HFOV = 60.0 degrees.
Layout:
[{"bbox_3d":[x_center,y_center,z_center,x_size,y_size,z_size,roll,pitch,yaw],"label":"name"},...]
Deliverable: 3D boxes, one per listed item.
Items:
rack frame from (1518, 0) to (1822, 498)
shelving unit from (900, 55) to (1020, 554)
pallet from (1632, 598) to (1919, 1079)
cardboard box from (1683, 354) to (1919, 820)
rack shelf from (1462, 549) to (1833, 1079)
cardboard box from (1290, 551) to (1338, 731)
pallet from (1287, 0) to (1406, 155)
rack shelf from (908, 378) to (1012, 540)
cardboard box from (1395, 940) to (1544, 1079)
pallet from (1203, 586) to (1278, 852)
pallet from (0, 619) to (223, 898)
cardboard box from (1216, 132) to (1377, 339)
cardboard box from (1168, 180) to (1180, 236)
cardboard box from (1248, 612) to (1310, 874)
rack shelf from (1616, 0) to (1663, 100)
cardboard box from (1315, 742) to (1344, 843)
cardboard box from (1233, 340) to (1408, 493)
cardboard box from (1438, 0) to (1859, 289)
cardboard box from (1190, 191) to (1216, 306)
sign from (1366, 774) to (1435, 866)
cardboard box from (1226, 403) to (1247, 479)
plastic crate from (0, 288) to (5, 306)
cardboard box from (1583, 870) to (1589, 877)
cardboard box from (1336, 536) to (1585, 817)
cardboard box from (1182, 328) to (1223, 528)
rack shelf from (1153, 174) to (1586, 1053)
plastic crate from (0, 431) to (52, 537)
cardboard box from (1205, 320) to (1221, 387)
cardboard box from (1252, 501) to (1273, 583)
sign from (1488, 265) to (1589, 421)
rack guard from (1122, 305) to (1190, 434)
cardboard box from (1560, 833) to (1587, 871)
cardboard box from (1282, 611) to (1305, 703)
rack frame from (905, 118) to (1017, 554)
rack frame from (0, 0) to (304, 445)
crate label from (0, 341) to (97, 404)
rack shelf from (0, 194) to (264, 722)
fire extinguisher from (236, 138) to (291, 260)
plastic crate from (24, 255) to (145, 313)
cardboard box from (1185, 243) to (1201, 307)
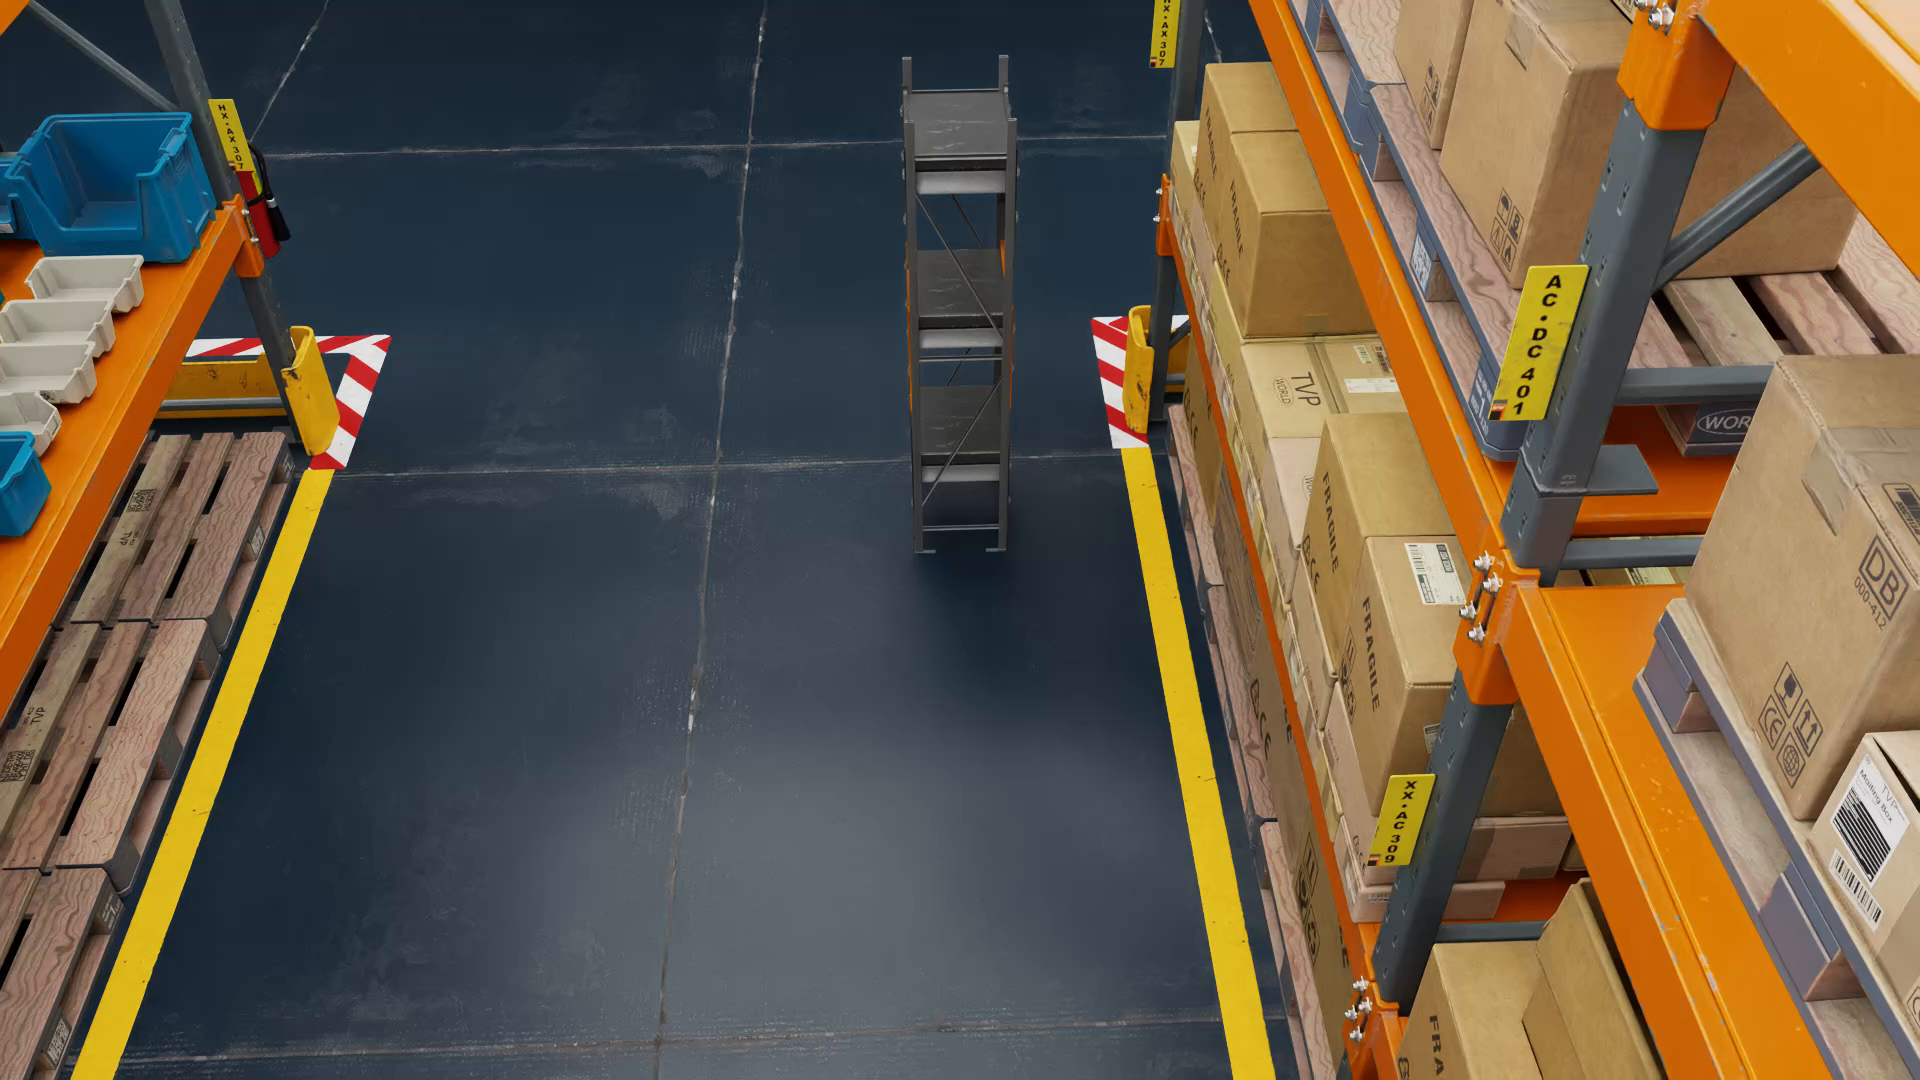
[{"bbox_3d":[1.555,-1.240,2.093,1.000,3.000,0.127,-2,43,-2],"label":"rack frame"},{"bbox_3d":[-0.007,-0.886,6.812,0.431,2.100,0.503,-2,43,-2],"label":"shelving unit"},{"bbox_3d":[1.643,0.554,2.497,0.805,0.209,1.217,-3,43,-4],"label":"pallet"},{"bbox_3d":[1.590,0.065,2.504,0.700,0.500,0.500,-1,43,-1],"label":"cardboard box"},{"bbox_3d":[1.640,1.481,1.876,1.077,0.370,4.000,-2,43,-2],"label":"rack shelf"},{"bbox_3d":[1.250,0.277,4.768,0.500,0.250,0.500,0,43,-1],"label":"cardboard box"},{"bbox_3d":[1.482,-1.476,4.636,1.003,0.211,1.213,-2,43,-2],"label":"pallet"},{"bbox_3d":[-0.007,-0.360,7.294,0.431,0.518,0.480,-2,43,-2],"label":"rack shelf"},{"bbox_3d":[1.325,1.252,3.740,0.500,0.500,0.500,-2,43,-2],"label":"cardboard box"},{"bbox_3d":[1.546,0.658,6.525,1.003,0.211,1.213,-2,43,-2],"label":"pallet"},{"bbox_3d":[-3.518,0.821,6.348,1.003,0.211,1.213,-2,43,-2],"label":"pallet"},{"bbox_3d":[1.185,-1.041,5.651,0.500,0.500,0.500,-3,43,-3],"label":"cardboard box"},{"bbox_3d":[1.071,-1.387,6.879,0.380,0.149,0.250,-1,43,-1],"label":"cardboard box"},{"bbox_3d":[1.569,0.544,5.847,0.875,0.875,0.875,-2,43,-2],"label":"cardboard box"},{"bbox_3d":[1.470,-2.178,3.944,1.077,0.370,4.000,-2,43,-2],"label":"rack shelf"},{"bbox_3d":[1.204,0.694,4.609,0.380,0.149,0.250,-1,43,-1],"label":"cardboard box"},{"bbox_3d":[1.210,-0.409,5.517,0.500,0.250,0.500,-2,43,-3],"label":"cardboard box"},{"bbox_3d":[1.462,-0.889,3.471,0.700,0.500,0.500,-4,43,-4],"label":"cardboard box"},{"bbox_3d":[1.165,-1.101,6.272,0.500,0.250,0.500,-2,43,-2],"label":"cardboard box"},{"bbox_3d":[1.001,0.640,3.782,0.100,0.325,0.005,-2,43,-2],"label":"sign"},{"bbox_3d":[1.137,-0.349,5.746,0.380,0.149,0.250,-3,43,-3],"label":"cardboard box"},{"bbox_3d":[-3.854,-0.927,6.270,0.416,0.233,0.300,-2,43,-2],"label":"plastic crate"},{"bbox_3d":[1.875,0.855,4.433,0.380,0.149,0.250,-2,43,-2],"label":"cardboard box"},{"bbox_3d":[1.268,0.338,4.147,0.500,0.500,0.500,-1,43,-1],"label":"cardboard box"},{"bbox_3d":[1.492,-0.671,7.173,0.875,0.875,0.875,-2,43,-2],"label":"cardboard box"},{"bbox_3d":[1.470,-0.114,5.836,1.077,0.370,4.000,-2,43,-2],"label":"rack shelf"},{"bbox_3d":[-3.220,-0.168,5.443,0.416,0.233,0.300,-2,43,-2],"label":"plastic crate"},{"bbox_3d":[1.116,-0.694,6.122,0.380,0.149,0.250,-2,43,-3],"label":"cardboard box"},{"bbox_3d":[1.160,0.000,5.366,0.380,0.149,0.250,-2,43,-2],"label":"cardboard box"},{"bbox_3d":[1.001,-0.337,2.886,0.100,0.325,0.005,-2,43,-2],"label":"sign"},{"bbox_3d":[1.384,-0.824,7.928,1.175,0.500,0.348,-2,43,-2],"label":"rack guard"},{"bbox_3d":[1.797,0.592,4.424,0.500,0.250,0.500,-2,43,-3],"label":"cardboard box"},{"bbox_3d":[1.182,0.347,4.987,0.380,0.149,0.250,-1,43,-1],"label":"cardboard box"},{"bbox_3d":[0.003,-0.721,6.632,0.400,2.100,0.015,-2,43,-2],"label":"rack frame"},{"bbox_3d":[-3.563,-1.587,6.911,1.000,3.000,0.127,-2,43,-2],"label":"rack frame"},{"bbox_3d":[-3.314,-0.583,5.967,0.396,0.136,0.243,-2,43,-2],"label":"crate label"},{"bbox_3d":[-3.478,0.029,5.681,1.077,0.370,4.000,-2,43,-2],"label":"rack shelf"},{"bbox_3d":[-3.116,-1.536,7.188,0.296,0.674,0.183,-2,43,-2],"label":"fire extinguisher"},{"bbox_3d":[-3.348,-0.966,6.385,0.396,0.136,0.243,-2,43,-2],"label":"plastic crate"},{"bbox_3d":[1.094,-1.041,6.502,0.380,0.149,0.250,-3,43,-3],"label":"cardboard box"}]
